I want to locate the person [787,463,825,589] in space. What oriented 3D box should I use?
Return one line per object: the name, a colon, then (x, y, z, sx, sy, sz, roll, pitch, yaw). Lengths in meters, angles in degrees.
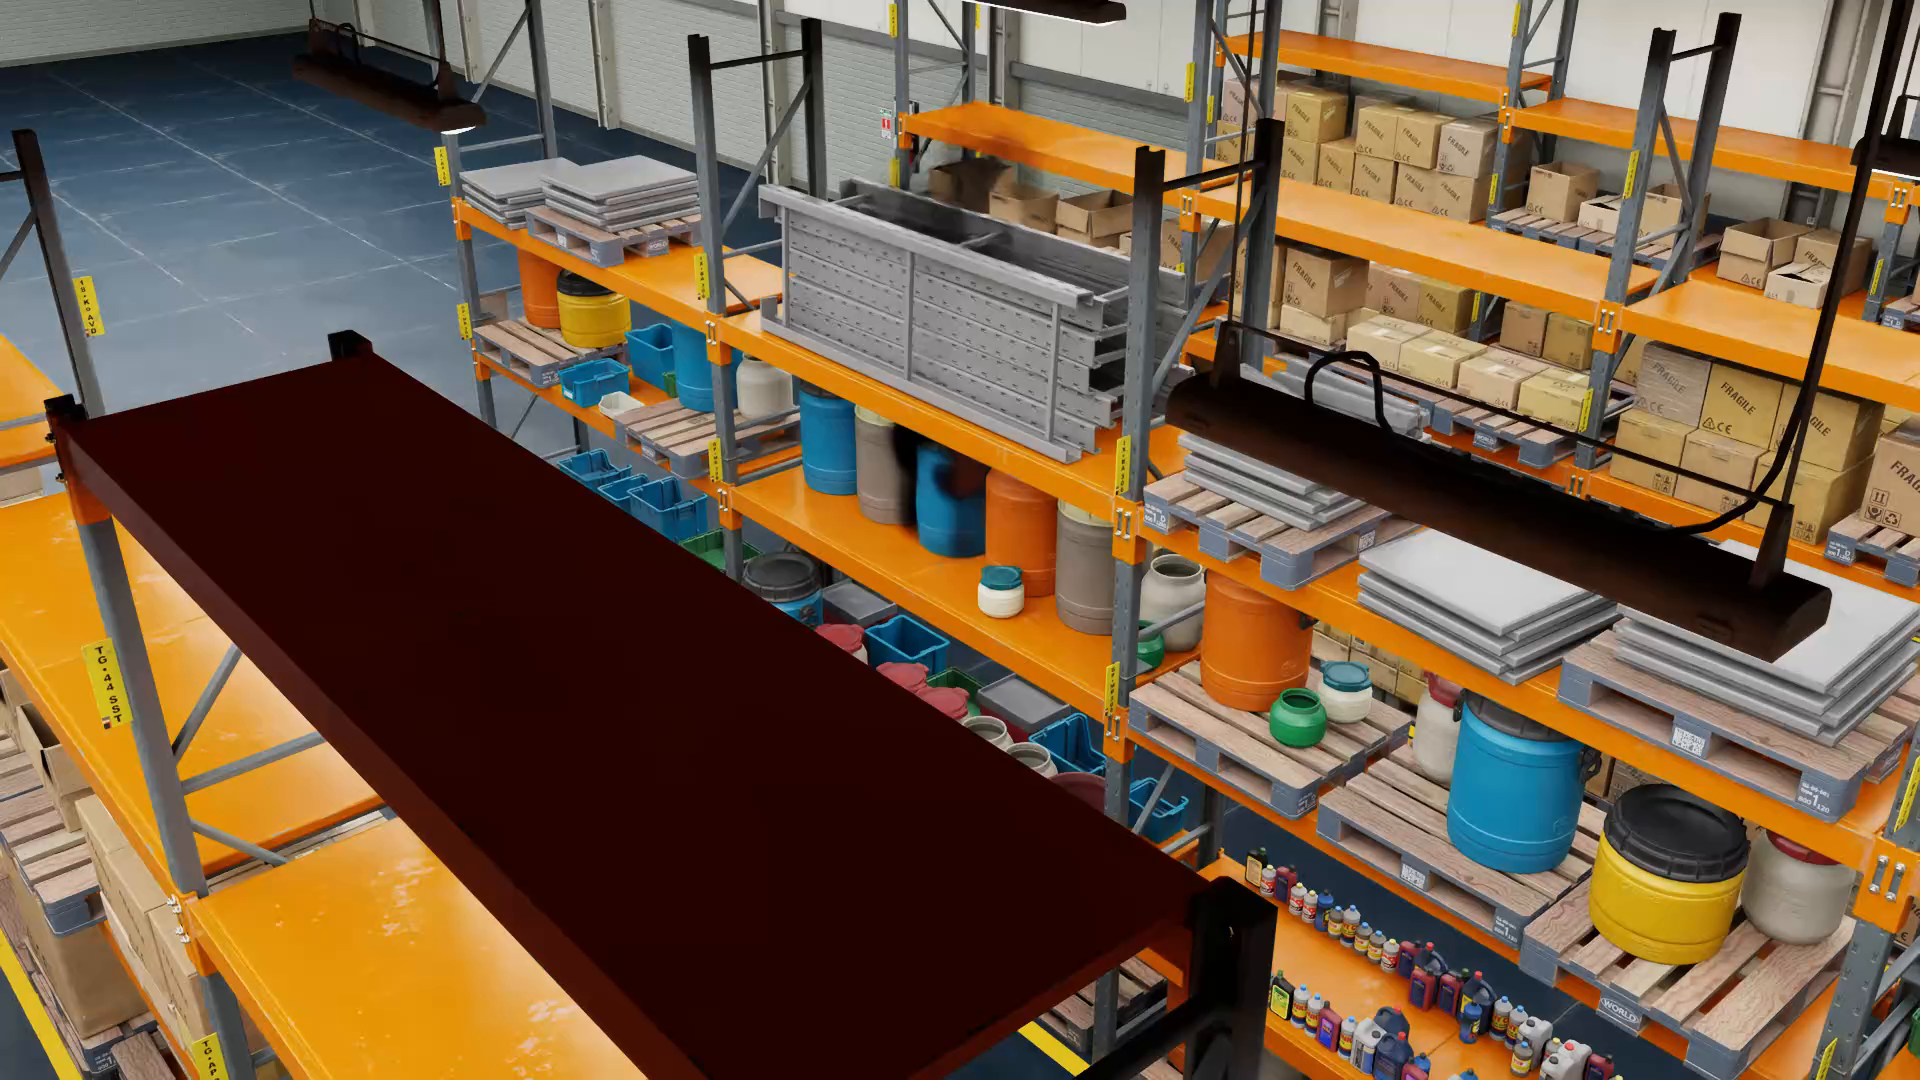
person: (-1.344, 0.138, 15.433, 0.648, 1.798, 0.876, -20, 33, -34)
